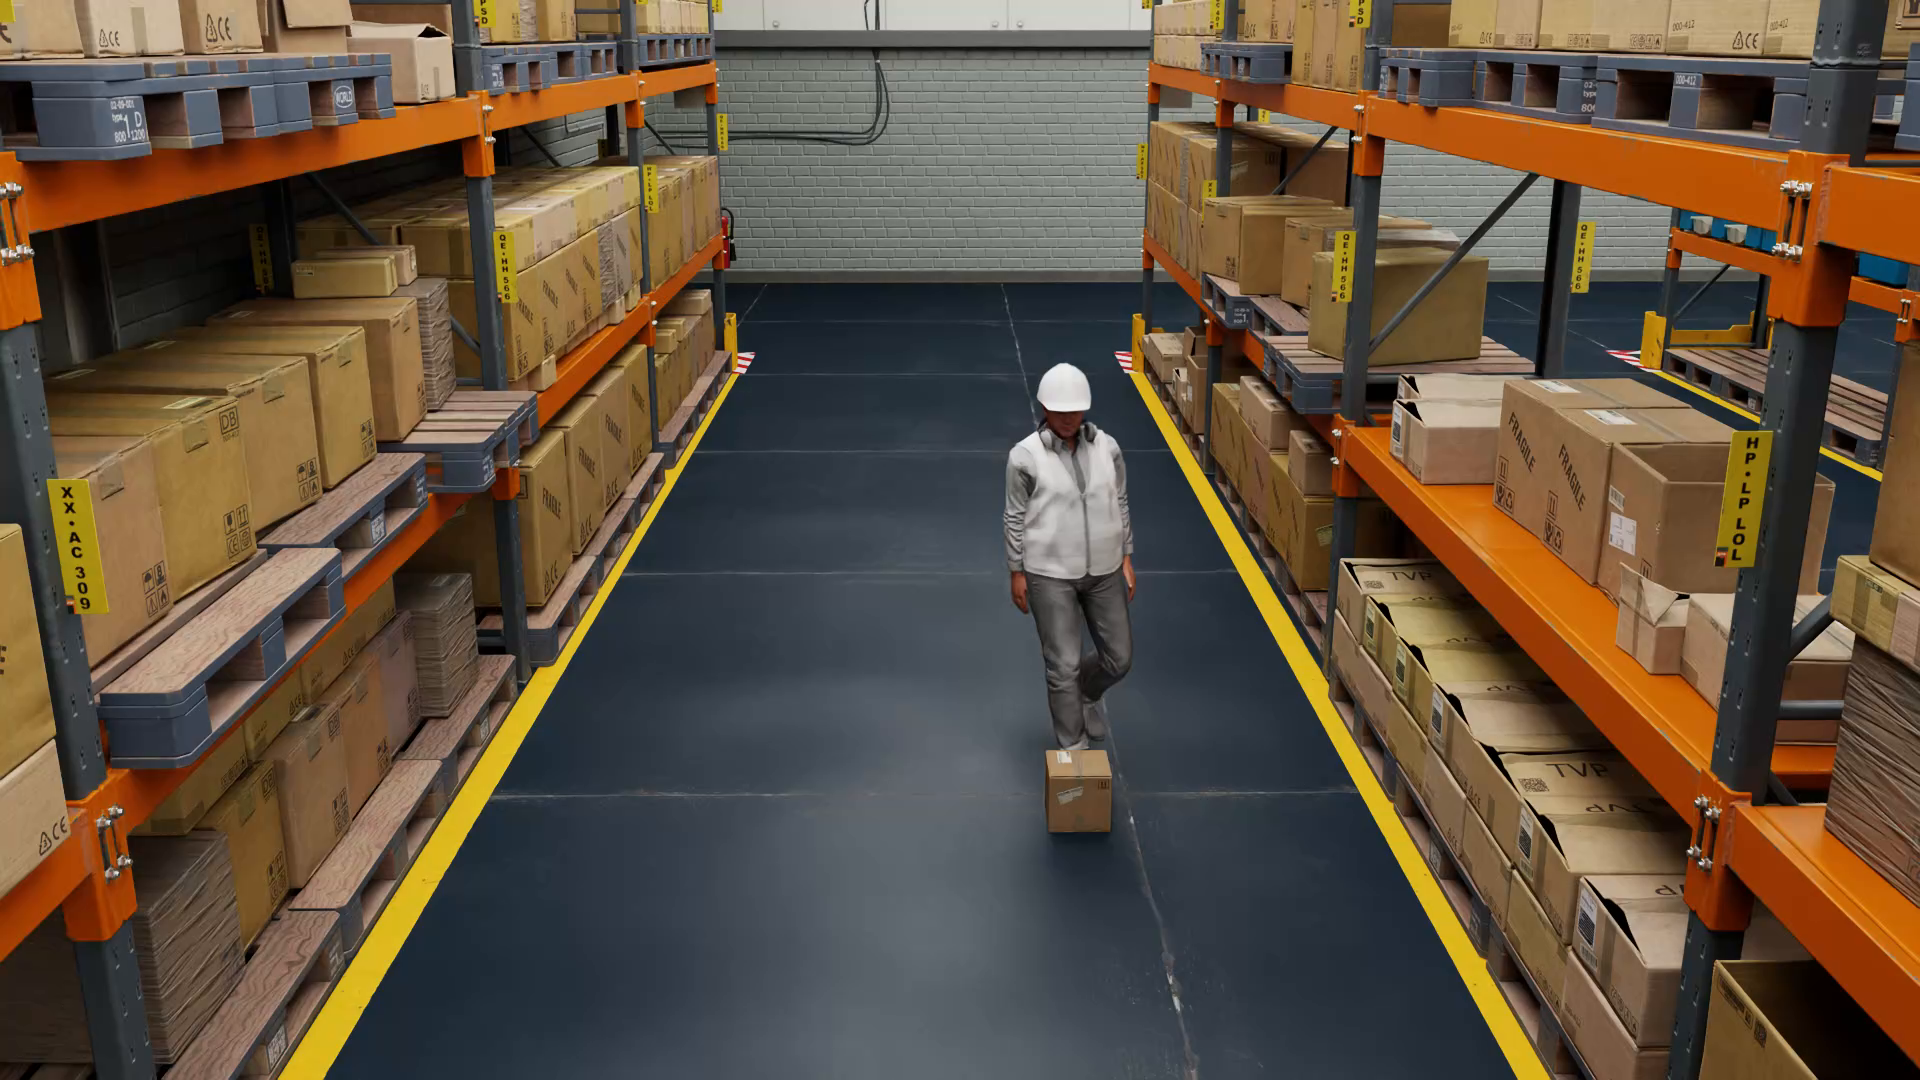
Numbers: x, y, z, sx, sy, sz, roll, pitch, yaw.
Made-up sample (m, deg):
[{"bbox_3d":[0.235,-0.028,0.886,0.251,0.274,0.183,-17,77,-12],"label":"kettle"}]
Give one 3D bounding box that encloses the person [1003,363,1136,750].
[{"bbox_3d":[0.490,0.139,7.014,0.557,1.767,0.692,-6,18,-19],"label":"person"}]
